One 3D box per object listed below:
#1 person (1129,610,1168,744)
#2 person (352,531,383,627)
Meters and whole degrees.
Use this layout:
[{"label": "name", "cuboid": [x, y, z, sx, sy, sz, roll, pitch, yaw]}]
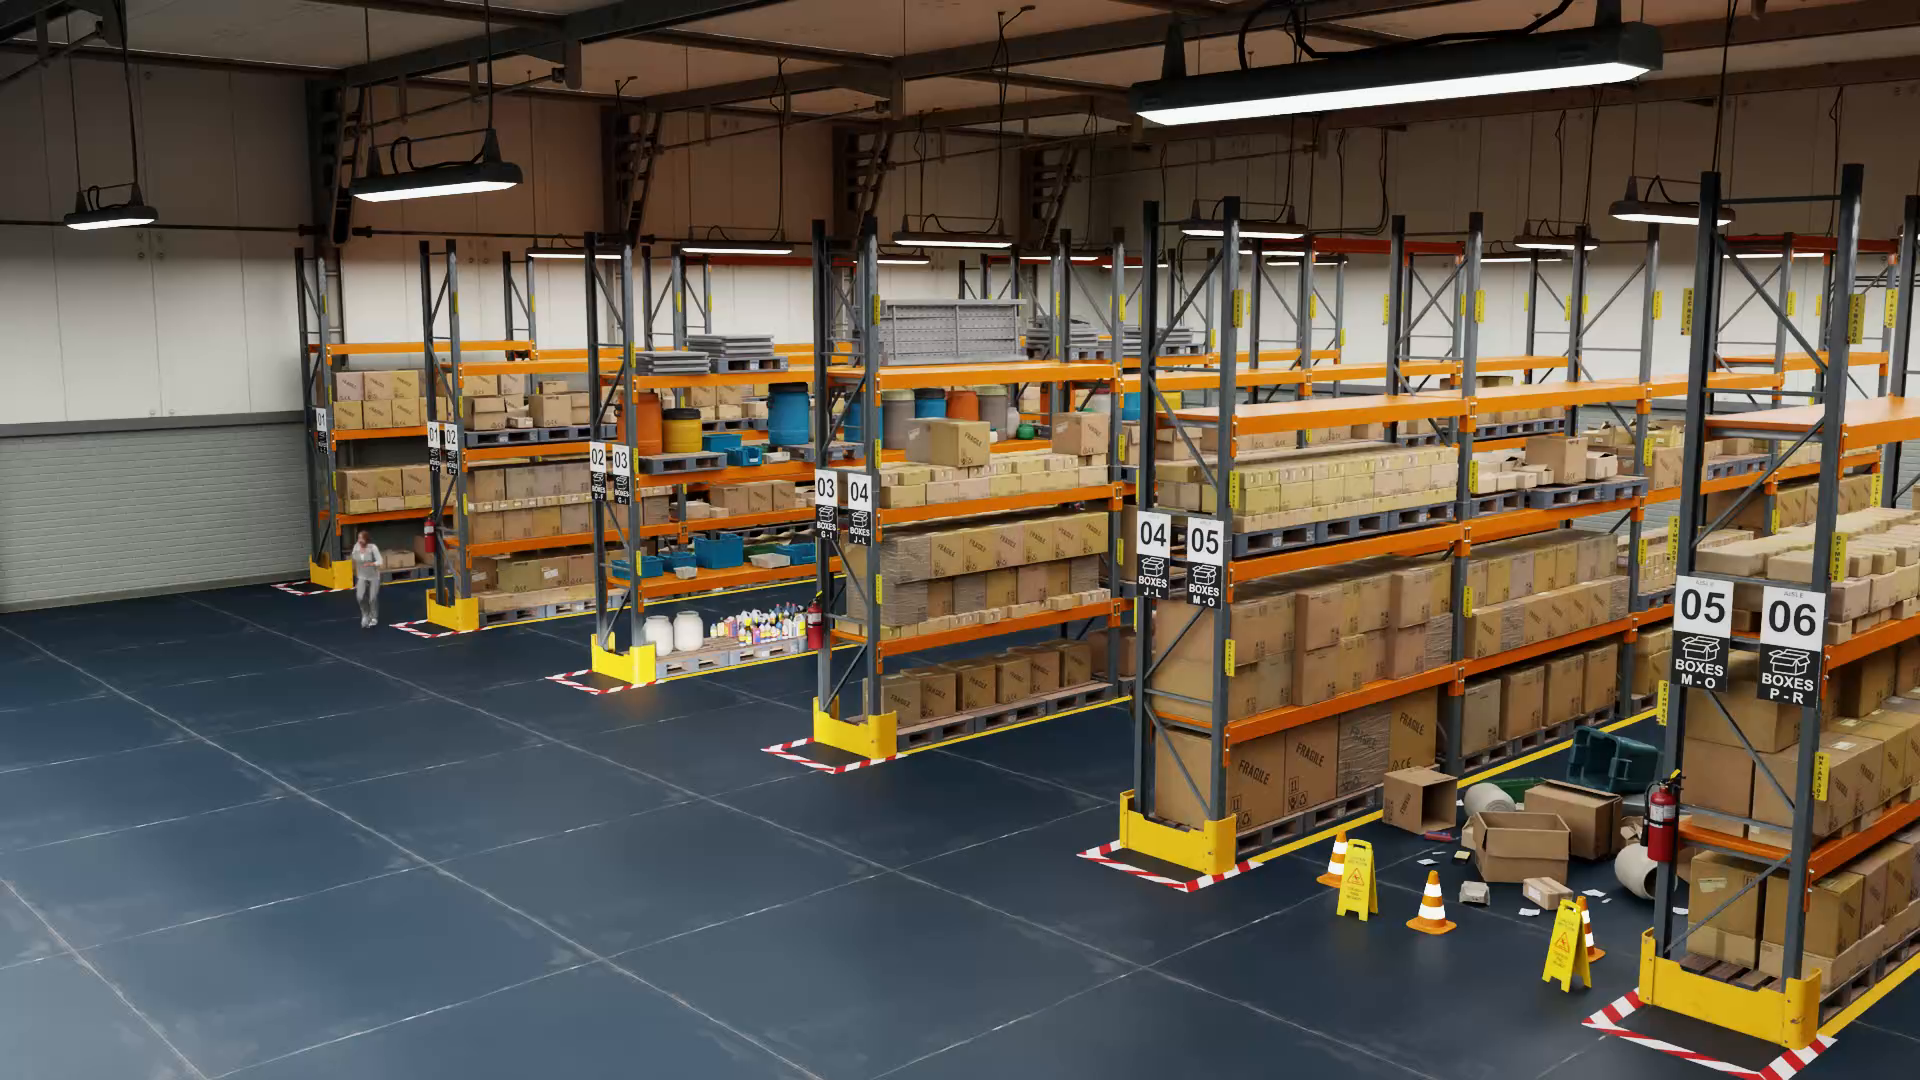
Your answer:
[{"label": "person", "cuboid": [2.181, 1.603, 18.502, 0.691, 1.740, 0.991, 5, 10, 30]}, {"label": "person", "cuboid": [-9.171, 0.623, 25.749, 0.507, 1.525, 0.742, -1, 8, -5]}]
